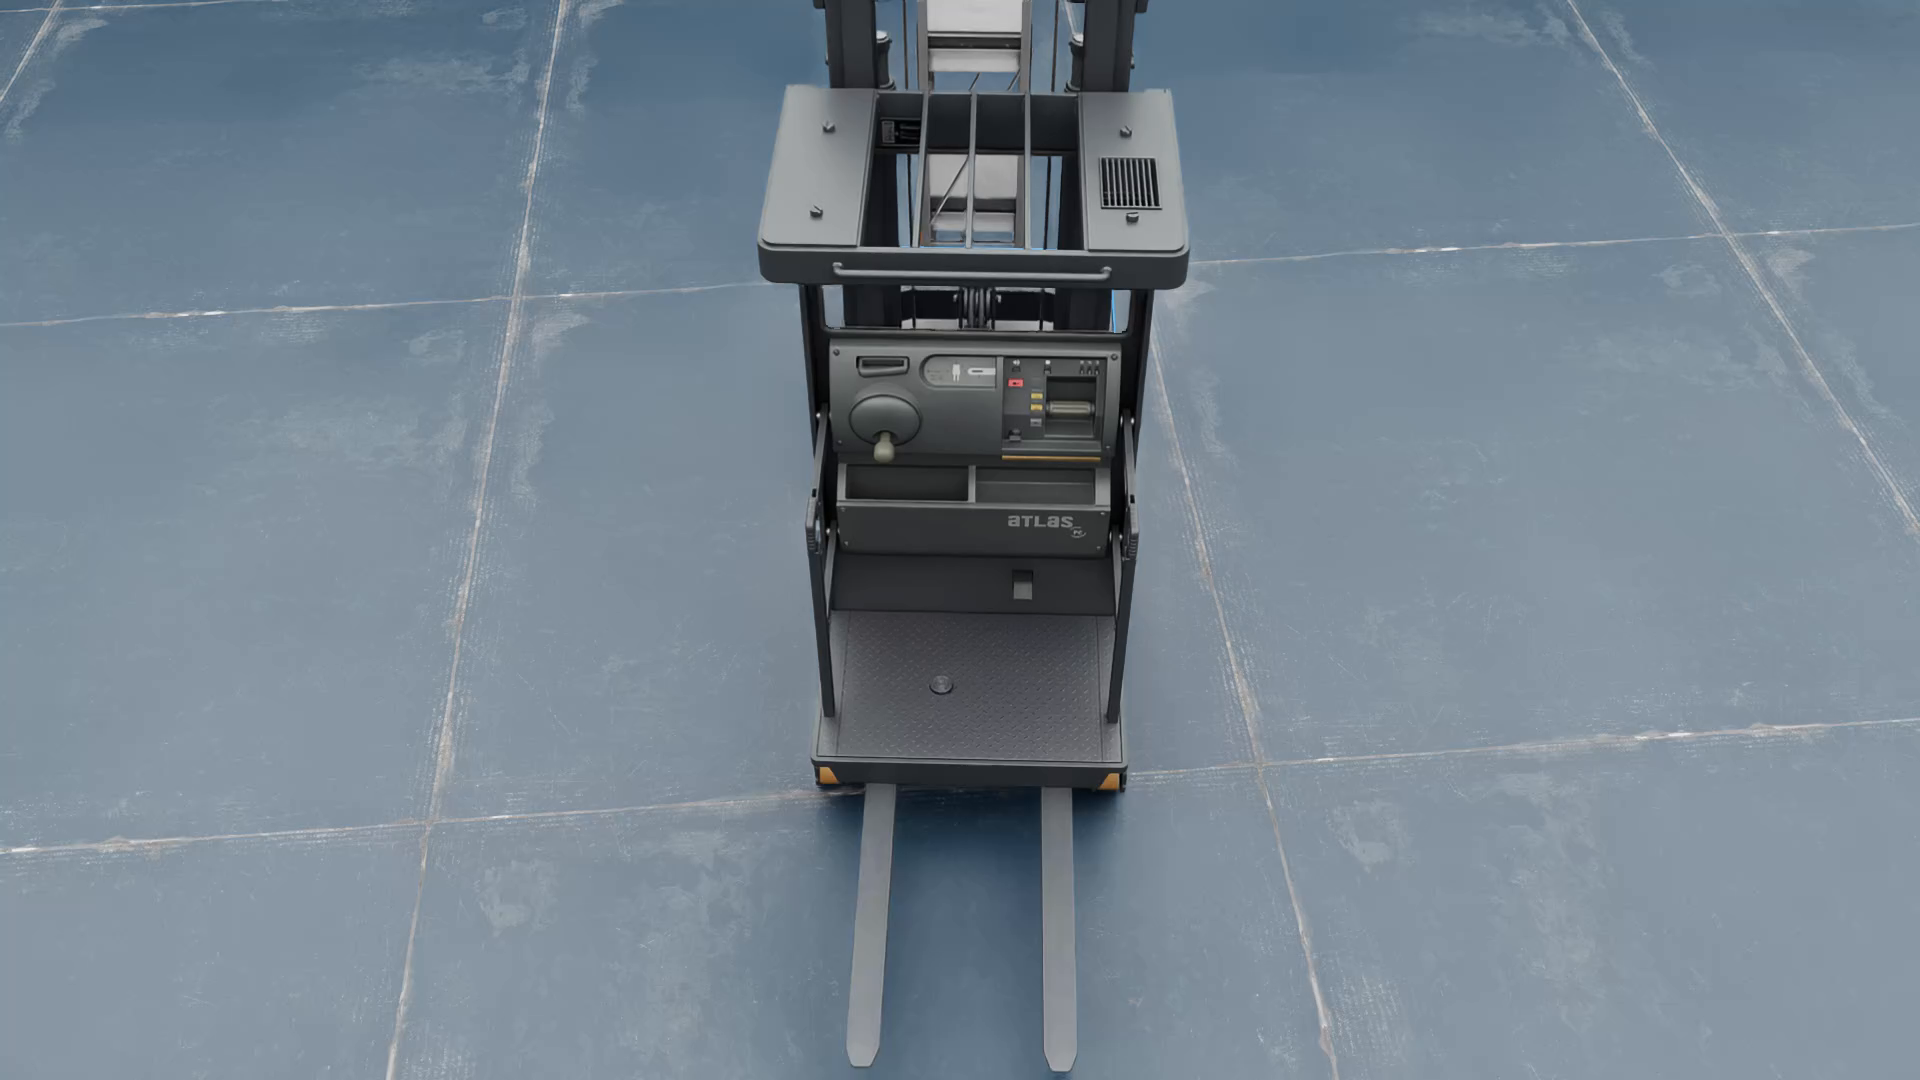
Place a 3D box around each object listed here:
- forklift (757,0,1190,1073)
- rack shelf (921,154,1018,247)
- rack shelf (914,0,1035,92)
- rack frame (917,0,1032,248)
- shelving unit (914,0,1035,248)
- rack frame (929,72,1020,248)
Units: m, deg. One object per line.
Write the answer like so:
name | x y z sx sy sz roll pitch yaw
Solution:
forklift | 0.044 -0.344 5.193 1.130 2.935 3.031 1 47 1
rack shelf | 0.058 -1.341 6.729 0.431 0.518 0.480 1 47 1
rack shelf | 0.058 -1.822 6.221 0.431 0.518 0.480 1 47 1
rack frame | 0.051 -1.173 6.552 0.400 2.100 0.015 1 47 1
shelving unit | 0.058 -1.351 6.719 0.431 2.100 0.503 1 47 1
rack frame | 0.064 -1.528 6.887 0.400 2.100 0.015 1 47 1
